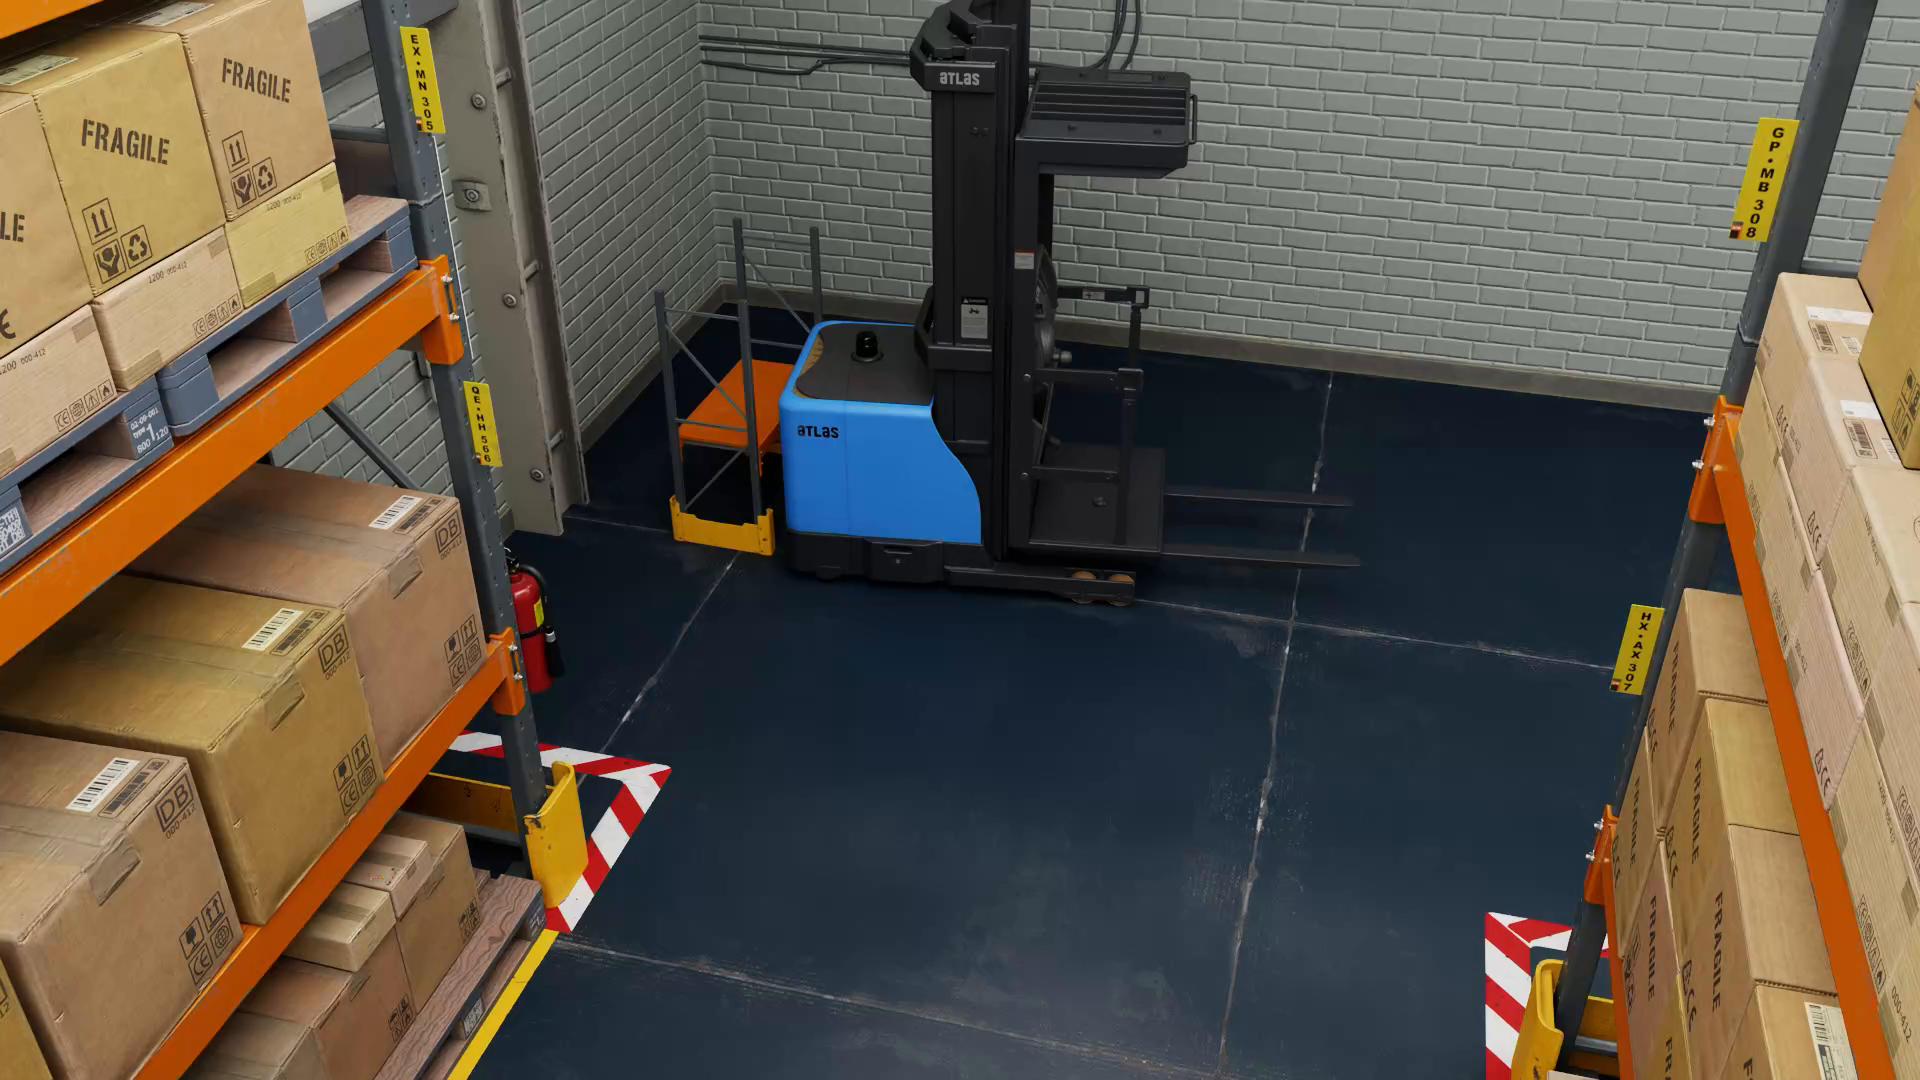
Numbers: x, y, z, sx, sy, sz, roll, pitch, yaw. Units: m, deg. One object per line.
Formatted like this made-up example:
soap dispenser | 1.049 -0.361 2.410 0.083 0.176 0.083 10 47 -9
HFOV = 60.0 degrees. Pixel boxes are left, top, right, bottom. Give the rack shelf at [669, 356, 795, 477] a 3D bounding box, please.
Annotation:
rack shelf | -1.168 -0.712 9.307 0.538 0.185 1.000 9 34 14

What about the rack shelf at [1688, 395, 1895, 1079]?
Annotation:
rack shelf | 2.101 0.855 2.984 1.077 0.370 4.000 8 33 12

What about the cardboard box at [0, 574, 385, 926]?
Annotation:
cardboard box | -2.478 0.625 5.191 0.980 0.700 0.700 8 33 12

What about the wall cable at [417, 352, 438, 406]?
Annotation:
wall cable | -2.774 -1.115 7.262 0.084 1.984 1.851 8 33 12

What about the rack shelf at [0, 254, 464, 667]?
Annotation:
rack shelf | -2.692 0.182 4.042 1.077 0.370 4.000 8 33 12

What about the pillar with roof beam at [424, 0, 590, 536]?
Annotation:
pillar with roof beam | 1.829 -3.358 6.144 9.100 9.000 0.400 8 33 12

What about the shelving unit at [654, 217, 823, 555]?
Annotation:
shelving unit | -1.165 -0.869 9.218 0.587 1.500 1.083 9 34 14

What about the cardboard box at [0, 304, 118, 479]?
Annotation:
cardboard box | -2.371 -0.358 3.877 0.500 0.250 0.500 7 33 11

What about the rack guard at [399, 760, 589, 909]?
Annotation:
rack guard | -2.178 1.149 6.977 1.175 0.500 0.348 8 33 12

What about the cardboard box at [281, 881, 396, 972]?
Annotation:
cardboard box | -2.185 1.312 5.725 0.380 0.149 0.250 9 34 14

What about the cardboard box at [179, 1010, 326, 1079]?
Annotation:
cardboard box | -2.519 1.882 5.432 0.700 0.500 0.500 7 33 11

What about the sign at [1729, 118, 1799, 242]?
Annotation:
sign | 2.084 -0.929 4.305 0.100 0.325 0.005 8 33 12

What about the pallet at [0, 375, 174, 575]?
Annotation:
pallet | -2.670 -0.100 3.899 1.003 0.211 1.213 8 33 12

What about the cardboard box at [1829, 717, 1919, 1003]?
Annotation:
cardboard box | 1.847 0.586 2.876 0.500 0.250 0.500 8 33 12

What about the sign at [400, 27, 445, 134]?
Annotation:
sign | -1.663 -1.418 5.138 0.100 0.325 0.005 8 33 12

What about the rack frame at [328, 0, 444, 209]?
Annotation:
rack frame | -2.184 -2.425 4.677 1.000 3.000 0.127 8 33 12

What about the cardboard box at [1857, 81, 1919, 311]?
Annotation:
cardboard box | 2.494 -0.682 3.706 0.700 0.500 0.500 8 33 12

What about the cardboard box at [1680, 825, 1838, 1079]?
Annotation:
cardboard box | 1.984 1.041 3.792 0.500 0.500 0.500 8 33 13

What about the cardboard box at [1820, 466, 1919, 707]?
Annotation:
cardboard box | 1.972 0.116 3.150 0.500 0.250 0.500 8 33 12

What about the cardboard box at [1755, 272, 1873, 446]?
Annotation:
cardboard box | 2.226 -0.403 3.966 0.500 0.250 0.500 8 33 12

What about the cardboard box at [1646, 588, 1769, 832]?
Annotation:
cardboard box | 2.241 0.509 4.628 0.500 0.500 0.500 9 34 14

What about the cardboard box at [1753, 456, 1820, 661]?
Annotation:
cardboard box | 2.093 0.066 3.694 0.500 0.250 0.500 8 33 12

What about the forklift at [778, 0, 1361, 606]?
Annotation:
forklift | 0.621 -1.195 8.398 3.031 2.935 1.130 4 33 6

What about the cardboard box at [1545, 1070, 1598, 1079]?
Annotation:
cardboard box | 2.170 1.967 5.607 0.380 0.149 0.250 8 33 12

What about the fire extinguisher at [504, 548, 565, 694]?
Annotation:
fire extinguisher | -1.699 0.281 6.431 0.296 0.674 0.183 8 33 12

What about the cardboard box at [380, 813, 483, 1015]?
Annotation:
cardboard box | -2.265 1.361 6.252 0.700 0.500 0.500 8 33 12

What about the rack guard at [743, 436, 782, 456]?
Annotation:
rack guard | -1.025 -0.597 9.957 0.587 0.250 0.087 9 34 14

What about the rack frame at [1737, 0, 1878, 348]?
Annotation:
rack frame | 2.608 -1.753 3.619 1.000 3.000 0.127 8 33 12

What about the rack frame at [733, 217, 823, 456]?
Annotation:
rack frame | -1.024 -1.125 9.622 0.500 1.500 0.032 9 34 14

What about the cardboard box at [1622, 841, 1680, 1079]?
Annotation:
cardboard box | 2.115 1.200 4.474 0.500 0.500 0.500 8 33 12

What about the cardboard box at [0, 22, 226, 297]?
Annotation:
cardboard box | -2.243 -0.957 4.119 0.500 0.500 0.500 9 34 14

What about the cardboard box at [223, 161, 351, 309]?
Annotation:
cardboard box | -2.113 -0.899 4.728 0.500 0.250 0.500 9 34 14
